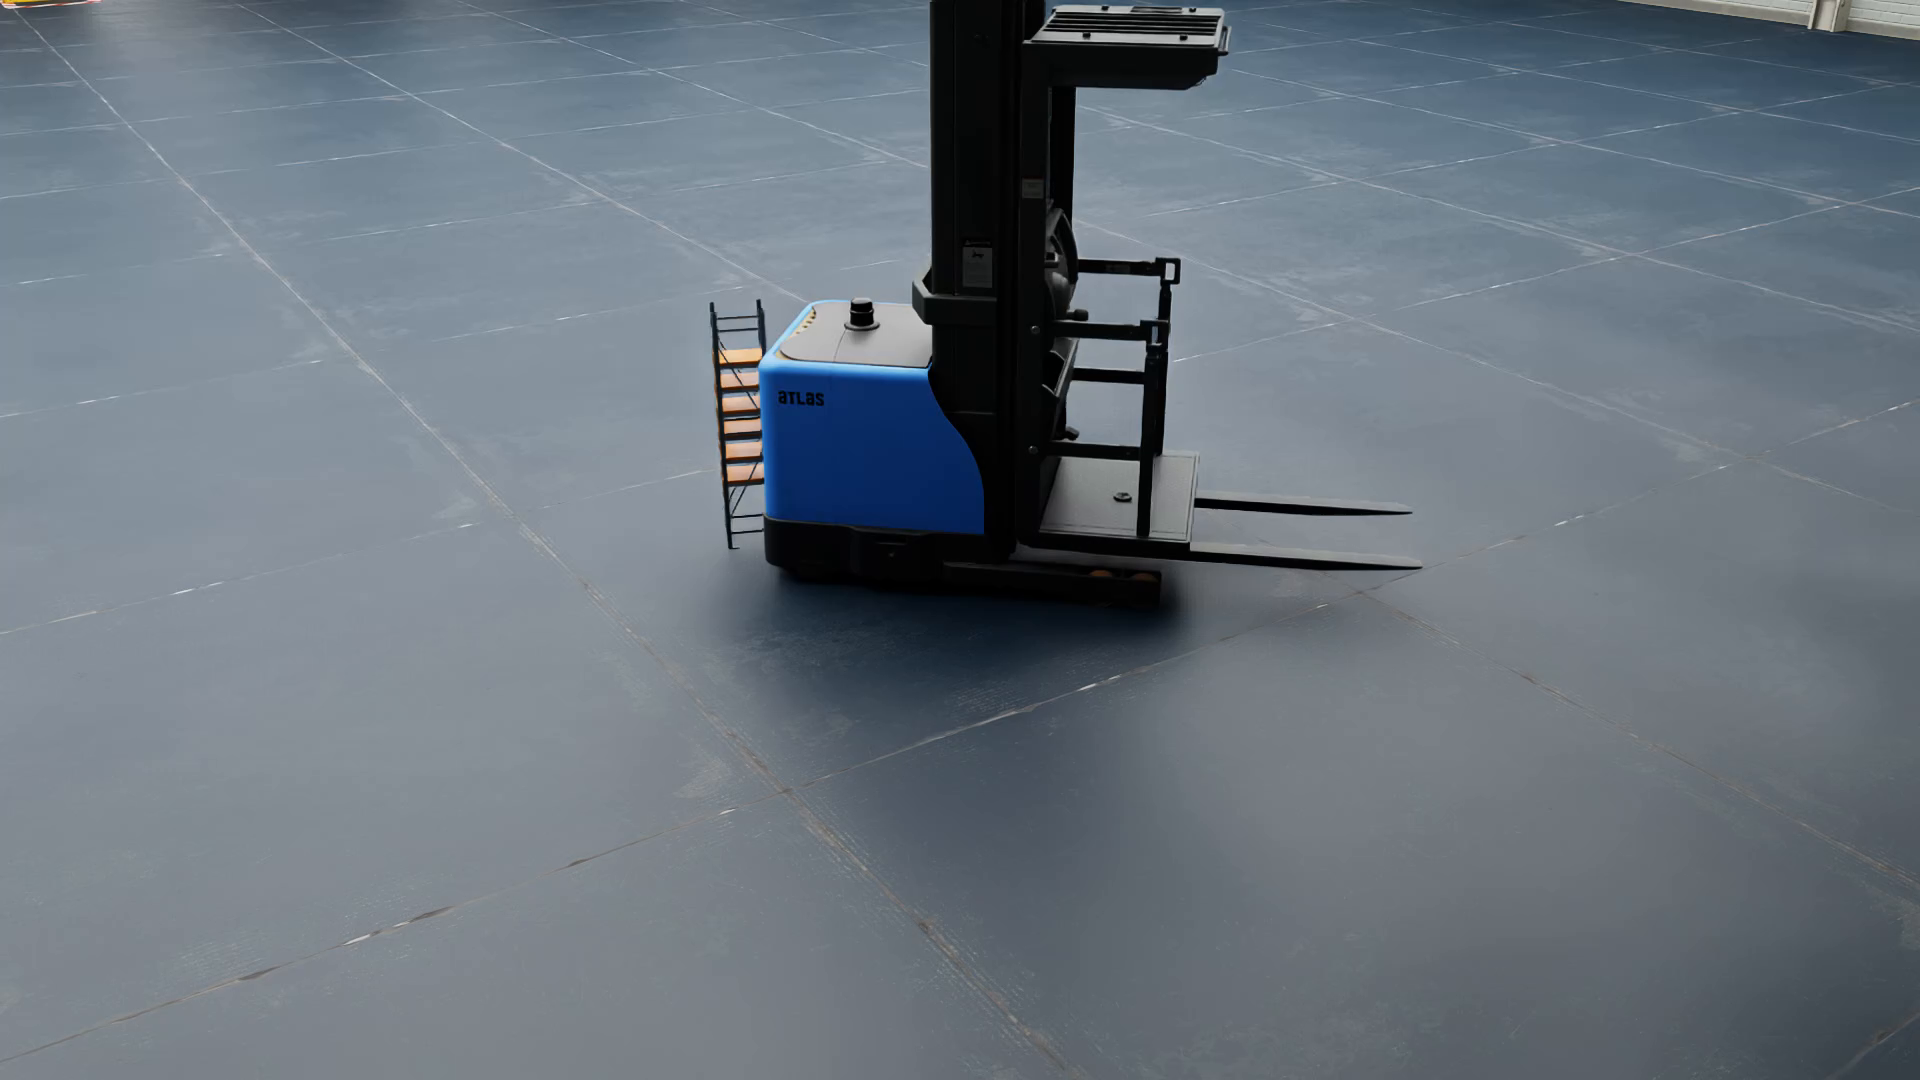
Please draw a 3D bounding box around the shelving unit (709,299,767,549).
[{"bbox_3d":[-1.038,-0.545,7.996,0.258,1.200,0.189,-5,26,-10],"label":"shelving unit"}]

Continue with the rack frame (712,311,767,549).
[{"bbox_3d":[-1.020,-0.506,7.915,0.240,1.200,0.006,-5,26,-10],"label":"rack frame"}]

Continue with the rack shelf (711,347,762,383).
[{"bbox_3d":[-1.038,-0.829,7.858,0.258,0.103,0.180,-5,26,-10],"label":"rack shelf"}]

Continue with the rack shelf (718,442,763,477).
[{"bbox_3d":[-1.038,-0.397,8.068,0.258,0.103,0.180,-5,26,-10],"label":"rack shelf"}]

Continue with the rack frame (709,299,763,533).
[{"bbox_3d":[-1.056,-0.584,8.077,0.240,1.200,0.006,-5,26,-10],"label":"rack frame"}]

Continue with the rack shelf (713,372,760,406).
[{"bbox_3d":[-1.038,-0.721,7.910,0.258,0.103,0.180,-5,26,-10],"label":"rack shelf"}]

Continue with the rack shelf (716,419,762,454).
[{"bbox_3d":[-1.038,-0.505,8.015,0.258,0.103,0.180,-5,26,-10],"label":"rack shelf"}]

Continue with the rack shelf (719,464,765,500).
[{"bbox_3d":[-1.037,-0.289,8.120,0.258,0.103,0.180,-5,26,-10],"label":"rack shelf"}]

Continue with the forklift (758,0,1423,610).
[{"bbox_3d":[0.642,-1.250,7.465,3.031,2.935,1.130,4,26,9],"label":"forklift"}]

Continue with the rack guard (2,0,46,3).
[{"bbox_3d":[-14.596,-8.844,26.398,1.175,0.500,0.348,-16,29,-30],"label":"rack guard"}]

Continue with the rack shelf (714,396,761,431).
[{"bbox_3d":[-1.038,-0.613,7.963,0.258,0.103,0.180,-5,26,-10],"label":"rack shelf"}]

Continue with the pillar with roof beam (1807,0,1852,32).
[{"bbox_3d":[8.689,-10.310,19.549,9.100,9.000,0.400,-16,29,-30],"label":"pillar with roof beam"}]
